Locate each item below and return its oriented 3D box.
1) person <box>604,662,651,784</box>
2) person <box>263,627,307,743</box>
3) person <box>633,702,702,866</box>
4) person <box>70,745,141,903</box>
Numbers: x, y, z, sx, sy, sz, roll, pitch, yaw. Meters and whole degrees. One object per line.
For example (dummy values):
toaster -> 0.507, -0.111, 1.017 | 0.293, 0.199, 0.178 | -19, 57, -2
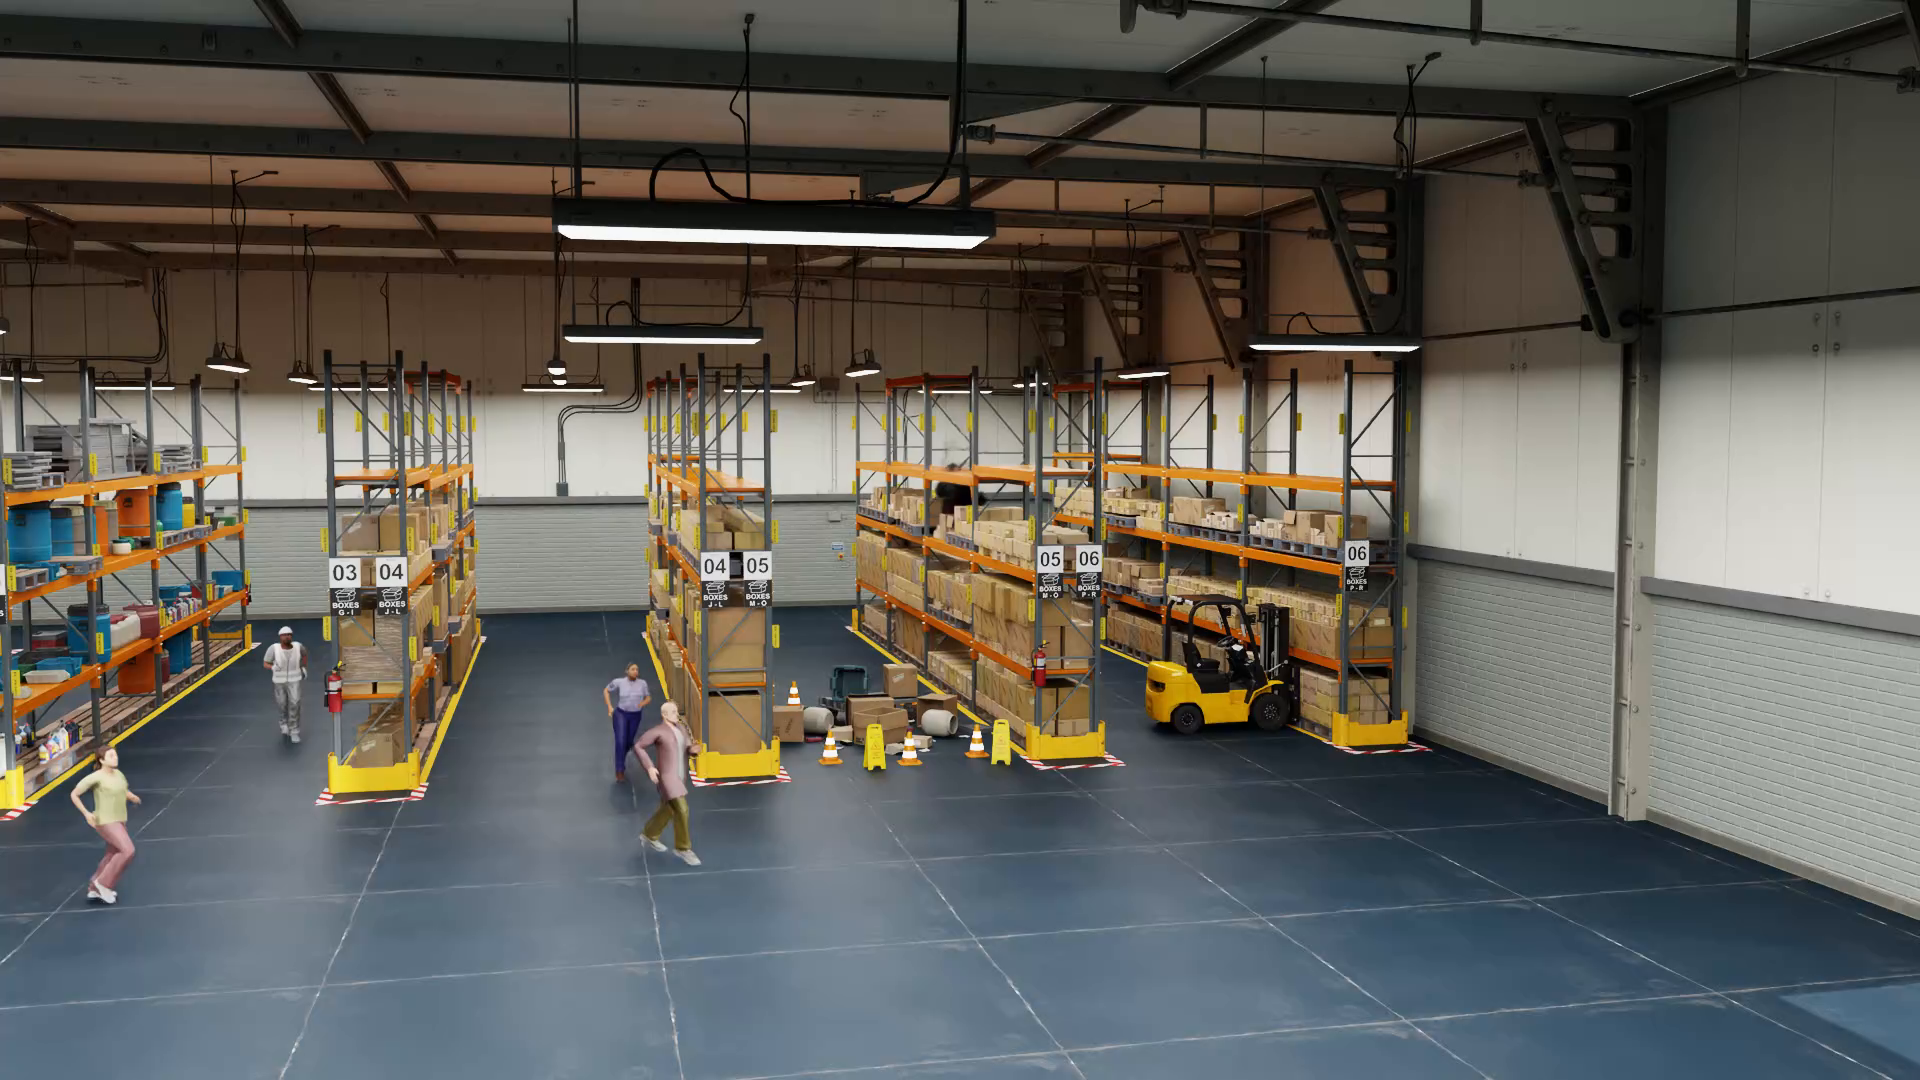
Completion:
person -> -4.700, 2.562, 23.612 | 0.629, 1.646, 0.882 | -2, 5, -30
person -> -10.683, 2.283, 26.363 | 0.661, 1.840, 0.814 | -2, 4, -23
person -> -3.337, 2.774, 19.098 | 0.918, 1.834, 0.680 | 2, 4, 22
person -> -8.847, 2.956, 17.359 | 0.628, 1.639, 0.560 | 1, 4, 8
